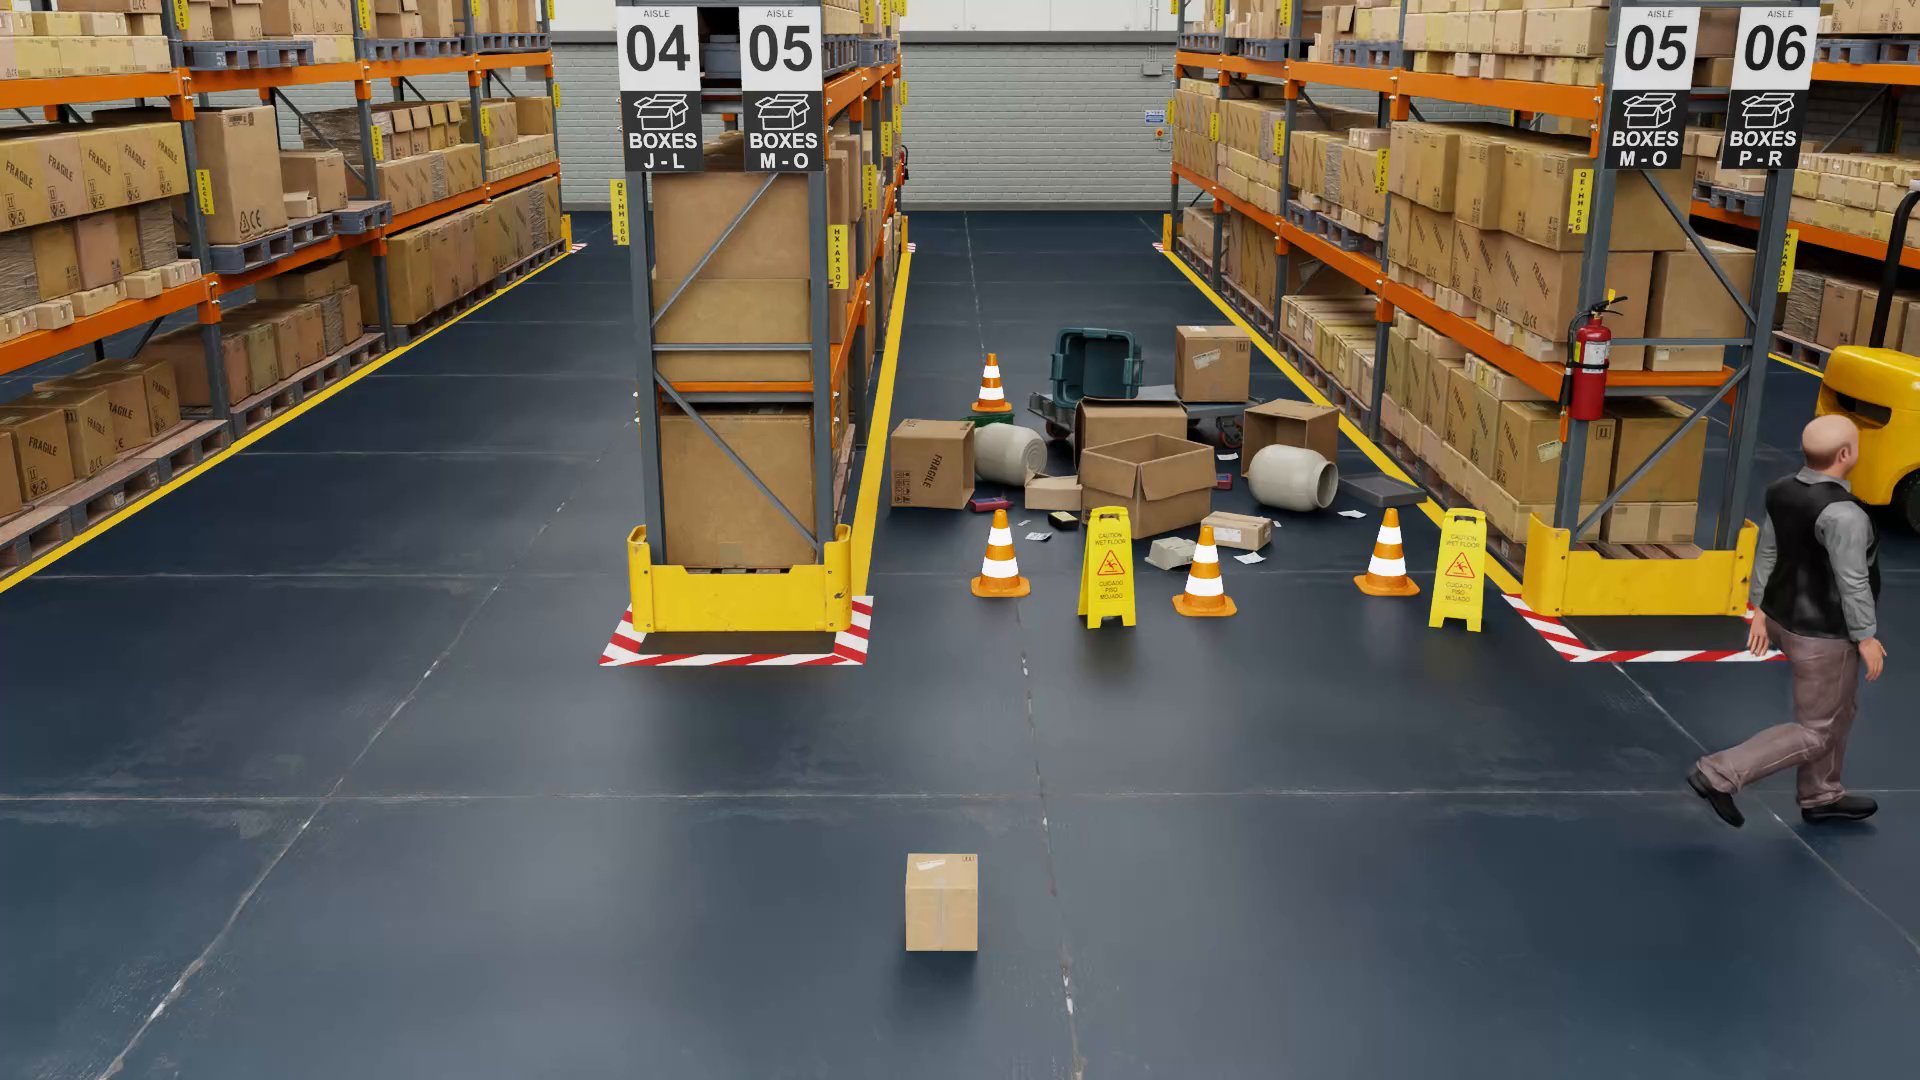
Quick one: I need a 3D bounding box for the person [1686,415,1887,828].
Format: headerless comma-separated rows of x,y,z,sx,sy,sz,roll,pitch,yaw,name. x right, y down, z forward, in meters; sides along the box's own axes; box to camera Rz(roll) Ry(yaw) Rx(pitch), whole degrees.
3.290,0.343,6.455,0.869,1.691,0.524,0,17,1,person
